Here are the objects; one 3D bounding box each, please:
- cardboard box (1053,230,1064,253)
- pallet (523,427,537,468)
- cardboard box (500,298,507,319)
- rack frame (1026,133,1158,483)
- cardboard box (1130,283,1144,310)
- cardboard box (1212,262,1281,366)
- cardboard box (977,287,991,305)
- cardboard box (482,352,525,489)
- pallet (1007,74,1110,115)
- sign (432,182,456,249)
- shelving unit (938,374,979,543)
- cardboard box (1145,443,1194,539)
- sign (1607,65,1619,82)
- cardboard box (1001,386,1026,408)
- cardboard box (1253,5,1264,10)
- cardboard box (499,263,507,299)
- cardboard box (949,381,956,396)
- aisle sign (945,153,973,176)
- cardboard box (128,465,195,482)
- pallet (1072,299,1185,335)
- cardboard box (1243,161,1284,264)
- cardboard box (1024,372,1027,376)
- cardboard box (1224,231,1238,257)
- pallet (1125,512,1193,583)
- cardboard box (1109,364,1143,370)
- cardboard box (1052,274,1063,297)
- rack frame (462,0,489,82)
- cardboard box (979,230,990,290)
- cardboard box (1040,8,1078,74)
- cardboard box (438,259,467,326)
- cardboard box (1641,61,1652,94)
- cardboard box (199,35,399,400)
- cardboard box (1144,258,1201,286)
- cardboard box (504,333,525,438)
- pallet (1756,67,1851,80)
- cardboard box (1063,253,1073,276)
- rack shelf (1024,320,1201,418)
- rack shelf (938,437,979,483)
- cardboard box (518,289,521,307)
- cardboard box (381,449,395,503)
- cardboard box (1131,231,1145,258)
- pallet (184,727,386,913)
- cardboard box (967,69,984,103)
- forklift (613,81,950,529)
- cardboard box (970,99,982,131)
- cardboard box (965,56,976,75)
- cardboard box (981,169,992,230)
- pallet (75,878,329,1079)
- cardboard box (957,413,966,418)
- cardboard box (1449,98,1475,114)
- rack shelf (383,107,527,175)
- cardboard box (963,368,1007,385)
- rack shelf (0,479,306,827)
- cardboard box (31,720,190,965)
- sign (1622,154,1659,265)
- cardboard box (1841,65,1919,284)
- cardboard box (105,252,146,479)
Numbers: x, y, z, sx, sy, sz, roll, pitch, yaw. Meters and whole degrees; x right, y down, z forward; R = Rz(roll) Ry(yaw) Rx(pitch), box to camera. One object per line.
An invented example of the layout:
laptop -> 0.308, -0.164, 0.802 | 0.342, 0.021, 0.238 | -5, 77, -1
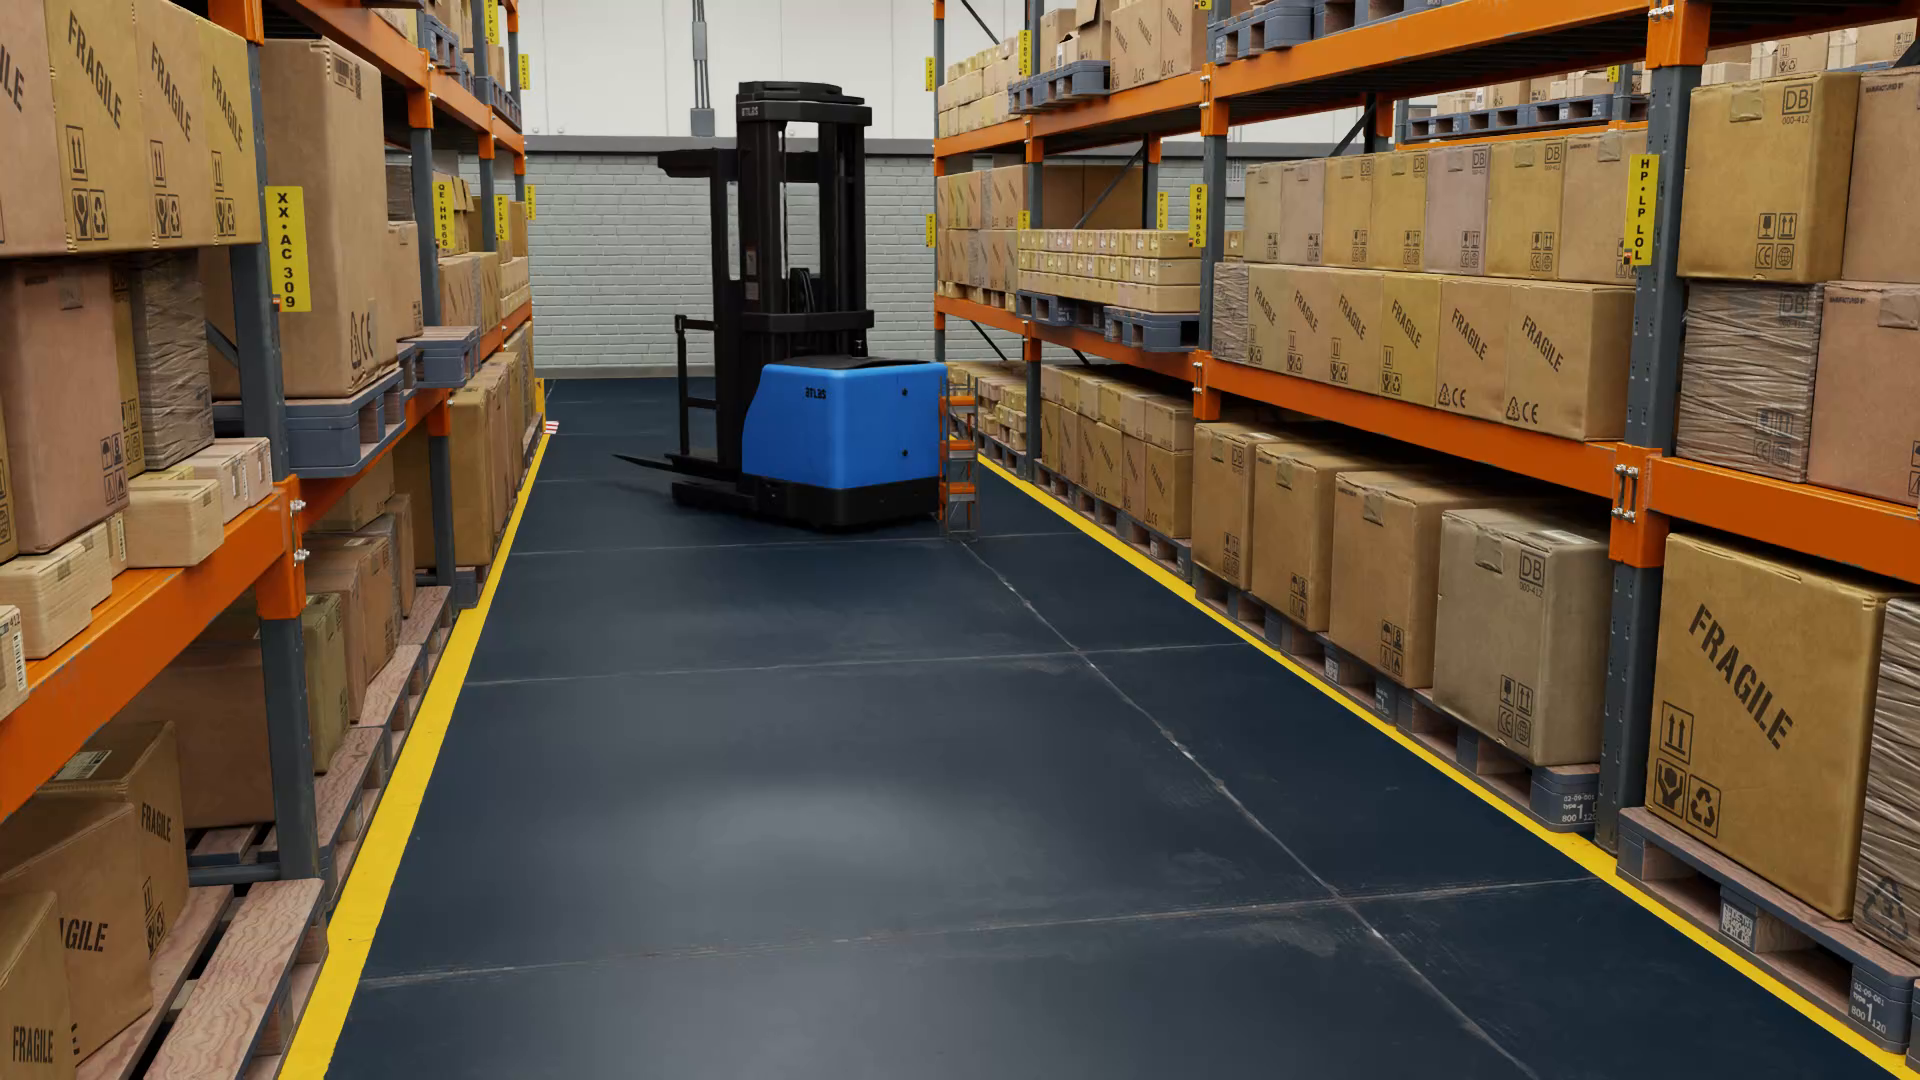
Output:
cardboard box -> 0.851, -2.045, 11.375 | 0.380, 0.149, 0.250 | -2, 11, -11
pallet -> -4.175, -0.784, 14.252 | 1.003, 0.211, 1.213 | -2, 11, -11
cardboard box -> -3.595, -1.730, 12.438 | 0.380, 0.149, 0.250 | -2, 11, -11
rack frame -> 1.022, -1.949, 12.916 | 1.000, 3.000, 0.127 | -2, 11, -11
cardboard box -> 1.206, -1.418, 9.673 | 0.380, 0.149, 0.250 | -2, 11, -11
cardboard box -> 1.622, -1.173, 8.568 | 0.500, 0.500, 0.500 | -2, 11, -10
cardboard box -> 0.362, -2.154, 14.663 | 0.380, 0.149, 0.250 | -2, 11, -10
cardboard box -> -3.719, -0.833, 11.612 | 1.225, 0.875, 0.875 | -2, 11, -11
pallet -> 1.037, -3.214, 12.038 | 1.213, 0.211, 1.003 | -2, 11, -11
sign -> -2.555, -1.605, 8.223 | 0.100, 0.325, 0.005 | -2, 11, -11
shelving unit -> -0.010, -0.526, 10.650 | 0.215, 1.050, 0.252 | -2, 11, -11
cardboard box -> 1.415, -0.305, 9.840 | 0.500, 0.500, 0.500 | -2, 11, -11
sign -> 5.313, -3.894, 13.515 | 0.100, 0.325, 0.005 | -2, 11, -11
cardboard box -> 0.553, -1.194, 13.858 | 0.380, 0.149, 0.250 | -2, 11, -12
cardboard box -> 1.708, -2.754, 8.404 | 0.380, 0.149, 0.250 | -3, 11, -13
cardboard box -> -3.698, -1.956, 12.555 | 0.500, 0.250, 0.500 | -2, 11, -12
cardboard box -> 0.092, -1.477, 16.141 | 0.380, 0.149, 0.250 | -2, 11, -11
aisle sign -> -0.065, -3.963, 16.540 | 0.394, 0.787, 0.004 | -2, 11, -11
cardboard box -> -1.948, -0.074, 3.734 | 0.380, 0.149, 0.250 | -2, 11, -11
pallet -> 1.374, -1.483, 10.979 | 1.003, 0.211, 1.213 | -2, 11, -11
cardboard box -> 1.877, -1.673, 8.524 | 0.700, 0.500, 0.500 | -2, 11, -11
cardboard box -> 0.800, -1.453, 15.217 | 0.380, 0.149, 0.250 | -3, 11, -13
cardboard box -> 1.802, -1.777, 9.968 | 0.380, 0.149, 0.250 | -2, 11, -11
pallet -> 1.649, 0.011, 10.076 | 1.003, 0.211, 1.213 | -2, 11, -11
cardboard box -> 1.415, -1.169, 12.371 | 0.500, 0.250, 0.500 | -2, 11, -13
cardboard box -> 0.849, -1.754, 11.438 | 0.380, 0.149, 0.250 | -3, 11, -14
rack frame -> -3.863, -4.735, 11.505 | 1.000, 3.000, 0.127 | -2, 11, -11
cardboard box -> 0.455, -2.410, 14.271 | 0.500, 0.500, 0.500 | -2, 11, -11
cardboard box -> 0.987, -3.605, 12.201 | 0.700, 0.500, 0.500 | -2, 11, -11
cardboard box -> -3.015, -1.297, 9.219 | 0.500, 0.500, 0.500 | -2, 11, -13
cardboard box -> 5.612, -3.657, 13.103 | 0.396, 0.266, 0.258 | -2, 11, -12
cardboard box -> -2.325, -0.972, 5.054 | 1.000, 1.000, 1.000 | -2, 11, -11
cardboard box -> 1.257, -1.519, 9.407 | 0.380, 0.149, 0.250 | -2, 11, -10
cardboard box -> -4.088, -1.239, 13.744 | 0.875, 0.875, 0.875 | -2, 11, -11
pallet -> 6.238, -3.116, 11.529 | 1.003, 0.211, 1.213 | -2, 11, -8
cardboard box -> 0.907, -1.849, 11.142 | 0.380, 0.149, 0.250 | -2, 11, -12
rack shelf -> 1.411, -1.229, 11.056 | 1.077, 0.370, 4.000 | -2, 11, -11
rack shelf -> -0.010, -0.515, 10.652 | 0.215, 0.259, 0.240 | -2, 11, -11
cardboard box -> -3.952, -2.064, 14.190 | 0.380, 0.149, 0.250 | -2, 11, -10
cardboard box -> -2.926, -0.289, 7.694 | 0.500, 0.250, 0.500 | -2, 11, -9
cardboard box -> 1.208, -1.710, 9.617 | 0.380, 0.149, 0.250 | -2, 11, -12
pallet -> -2.460, 0.907, 5.368 | 1.003, 0.211, 1.213 | -2, 11, -11
cardboard box -> 0.363, -3.957, 14.506 | 0.500, 0.250, 0.500 | -3, 11, -13
forklift -> -1.441, -1.727, 11.931 | 1.130, 2.935, 3.031 | -10, 15, -42
cardboard box -> 0.381, -3.705, 14.521 | 0.500, 0.250, 0.500 | -2, 11, -11
cardboard box -> 0.255, -4.217, 14.805 | 0.380, 0.149, 0.250 | -2, 11, -9
cardboard box -> 0.474, -2.901, 14.180 | 0.500, 0.500, 0.500 | -2, 11, -10
pallet -> -2.142, 1.171, 3.977 | 1.003, 0.211, 1.213 | -2, 11, -11
cardboard box -> 0.160, -1.240, 15.690 | 0.380, 0.149, 0.250 | -2, 11, -10
cardboard box -> 5.066, -4.279, 16.416 | 0.380, 0.149, 0.250 | -2, 11, -9
rack shelf -> -4.252, -3.275, 13.780 | 1.077, 0.370, 4.000 | -2, 11, -11
cardboard box -> 0.237, -1.533, 15.639 | 0.380, 0.149, 0.250 | -3, 11, -14
rack shelf -> -1.918, 0.400, 2.497 | 1.077, 0.370, 4.000 | -2, 11, -11
cardboard box -> -2.269, 0.776, 4.158 | 0.500, 0.500, 0.500 | -2, 11, -13
sign -> 2.047, -0.991, 4.993 | 0.100, 0.325, 0.005 | -2, 11, -11
cardboard box -> 2.837, -0.921, 4.222 | 0.875, 0.550, 0.550 | -2, 11, -11
cardboard box -> -2.218, -0.338, 3.386 | 0.875, 0.500, 0.500 | -2, 11, -11
